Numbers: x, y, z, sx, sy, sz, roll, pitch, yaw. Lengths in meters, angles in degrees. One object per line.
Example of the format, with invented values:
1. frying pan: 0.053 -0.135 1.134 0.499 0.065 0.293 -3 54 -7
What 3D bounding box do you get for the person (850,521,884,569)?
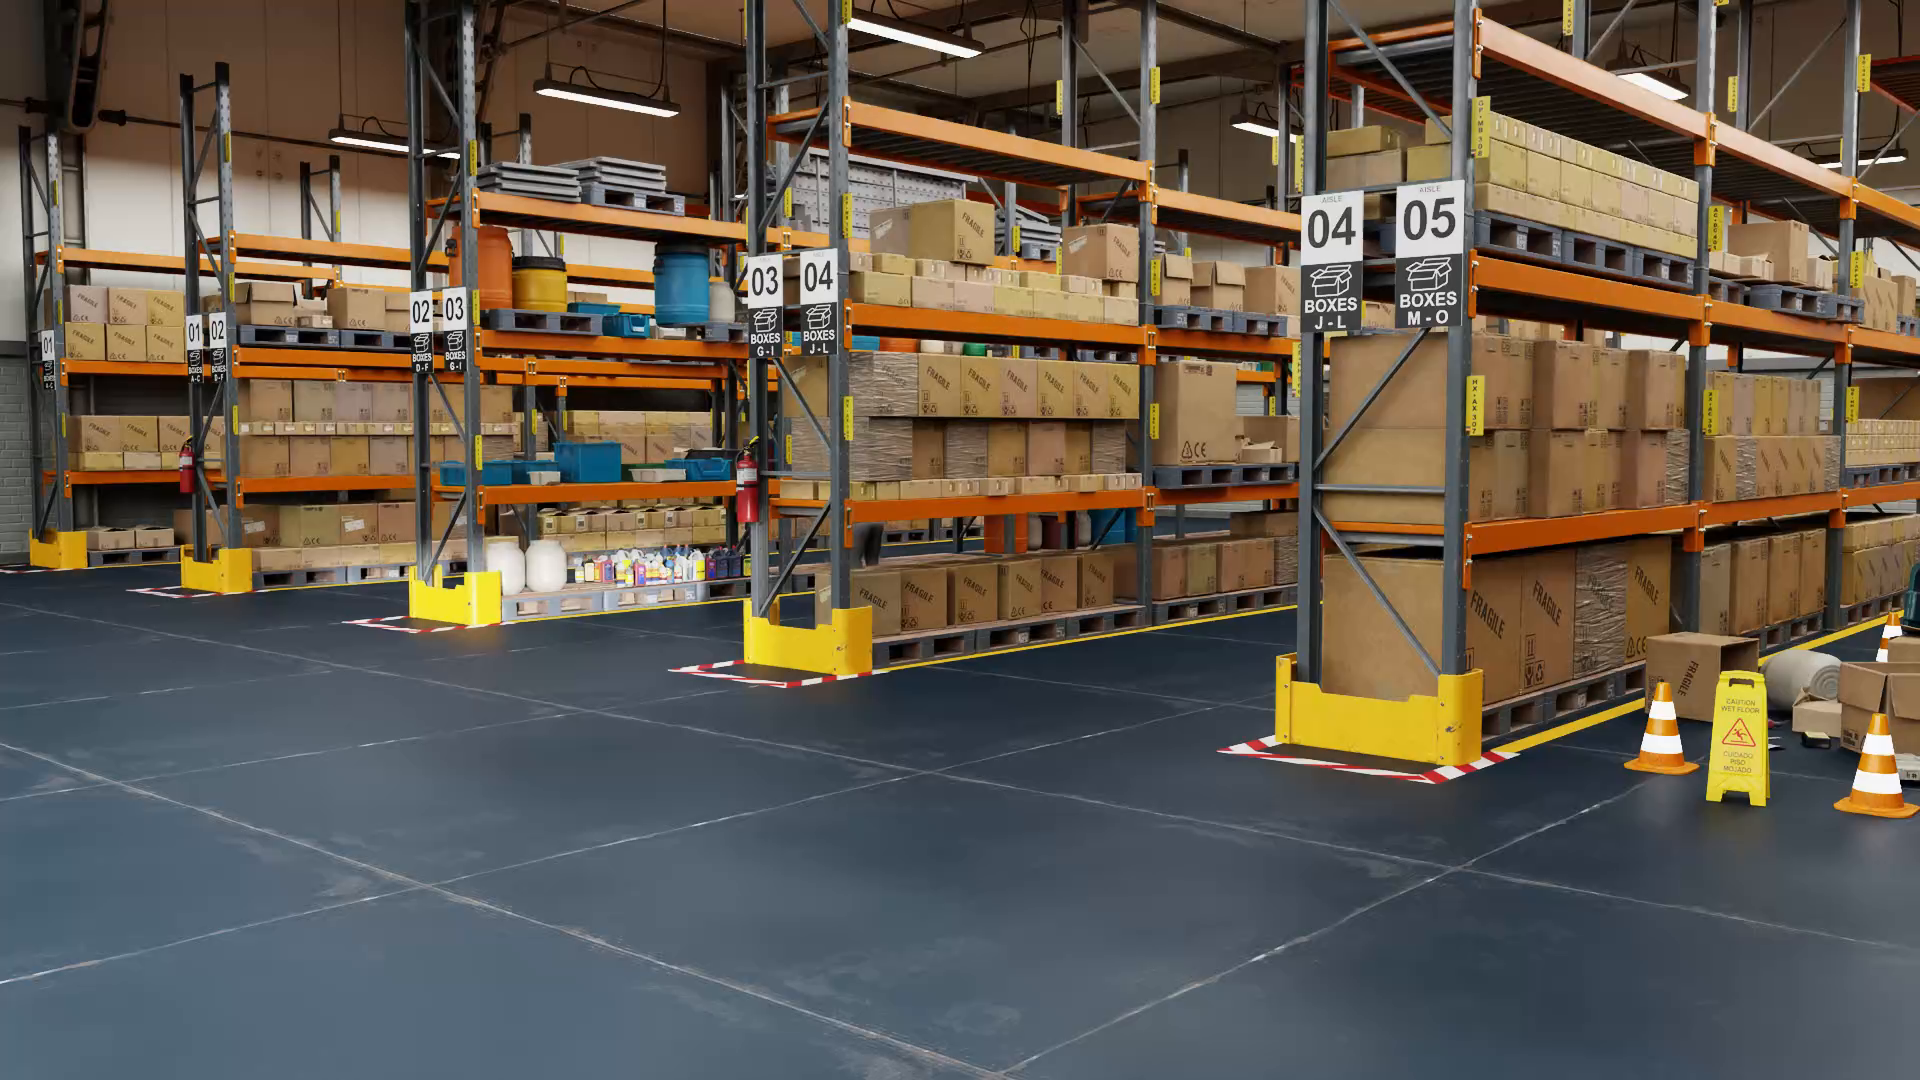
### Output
1. person: -1.062 -0.127 17.583 0.505 1.655 0.448 3 5 41
